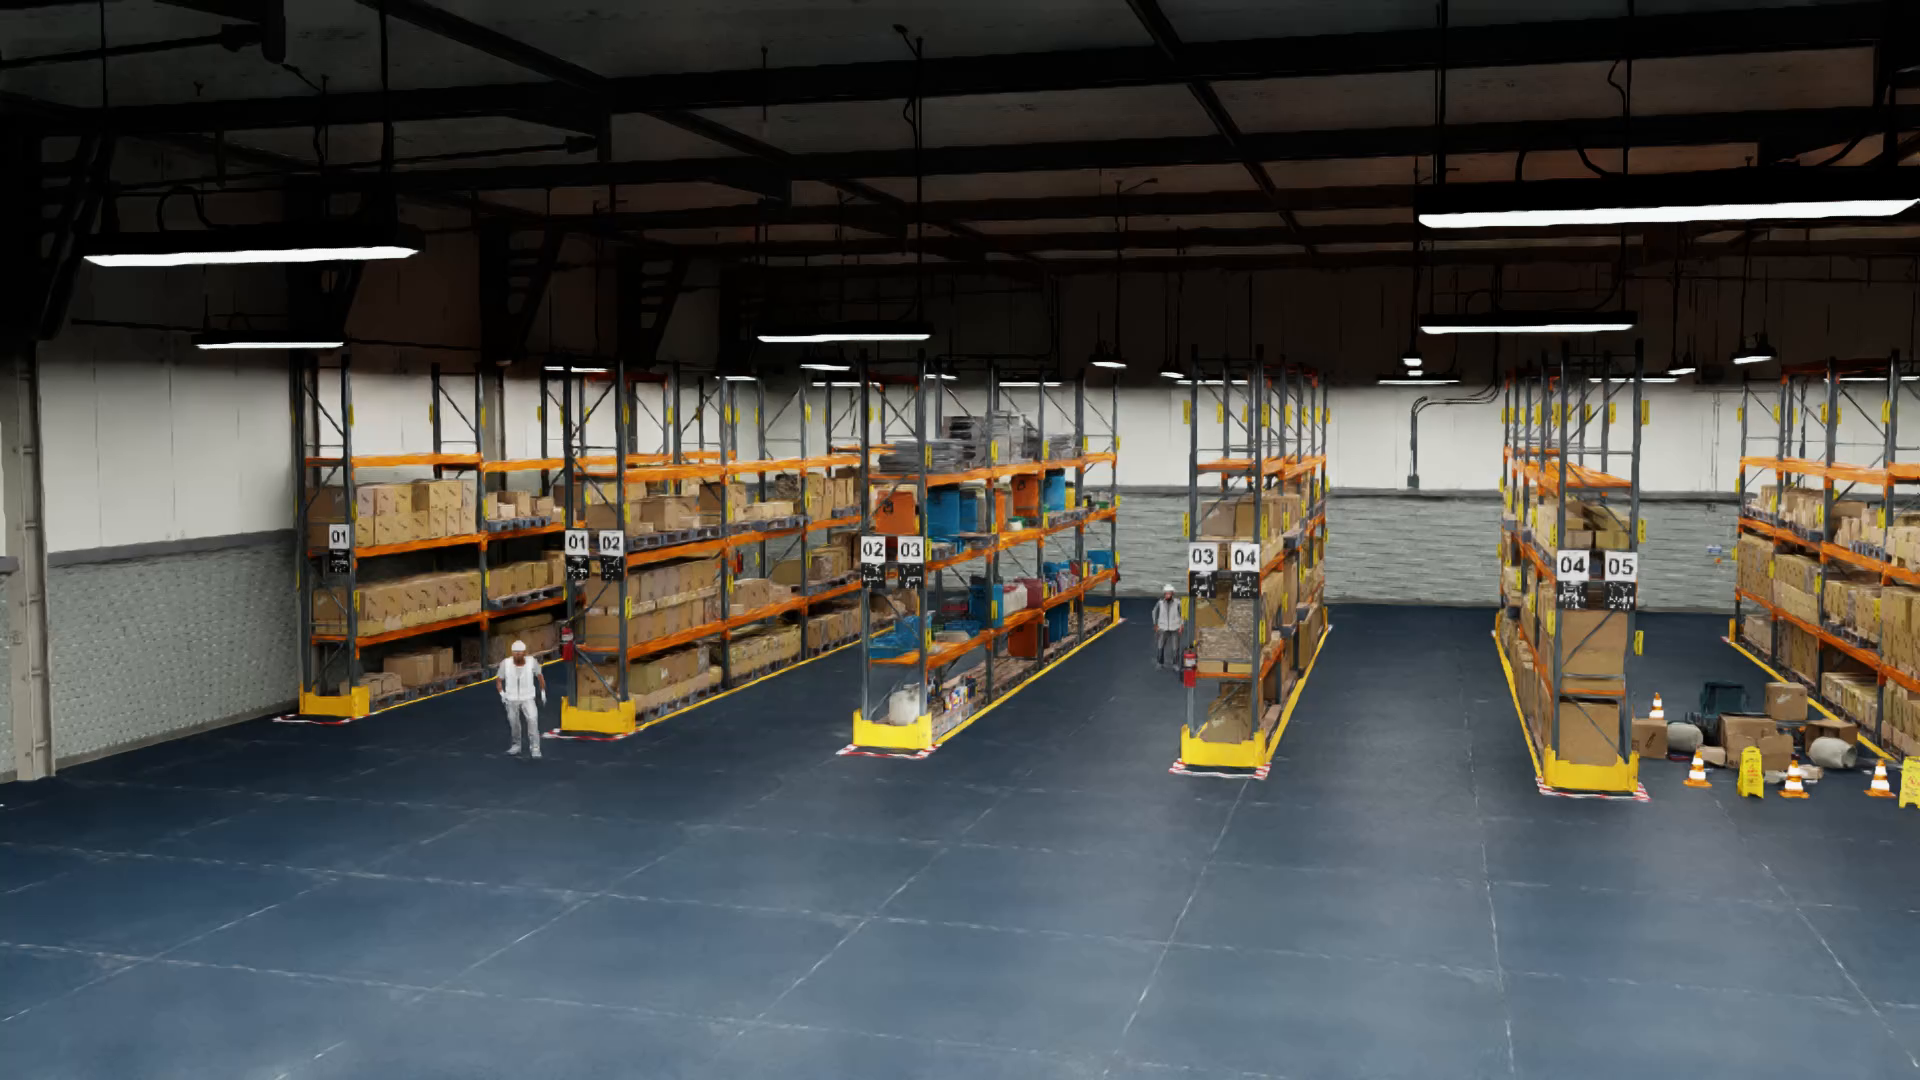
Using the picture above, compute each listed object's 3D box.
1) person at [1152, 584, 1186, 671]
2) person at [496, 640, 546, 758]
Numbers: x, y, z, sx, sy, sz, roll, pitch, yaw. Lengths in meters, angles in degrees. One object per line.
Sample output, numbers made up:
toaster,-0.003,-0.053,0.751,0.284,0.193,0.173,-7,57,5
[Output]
person,4.090,1.709,32.533,0.677,1.725,0.569,1,4,14
person,-6.424,2.311,24.327,0.689,1.724,0.773,0,4,-5
